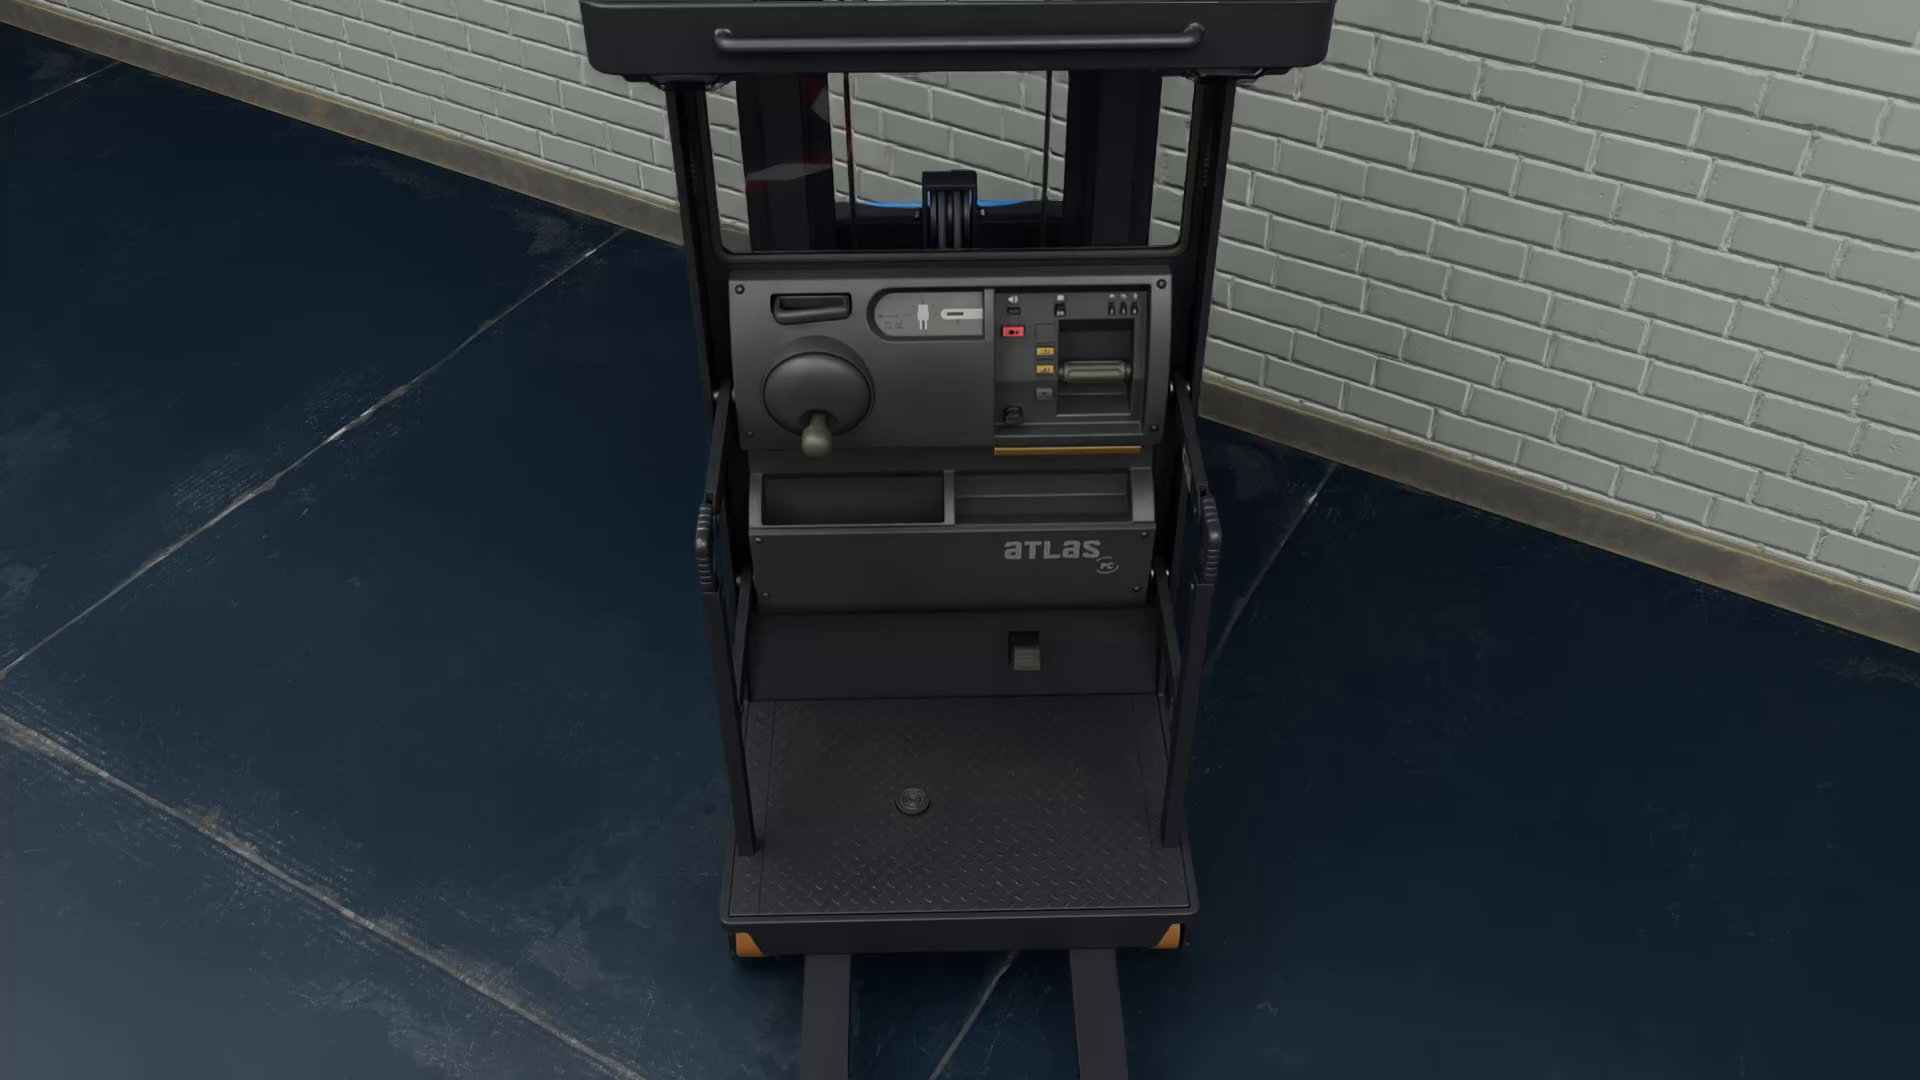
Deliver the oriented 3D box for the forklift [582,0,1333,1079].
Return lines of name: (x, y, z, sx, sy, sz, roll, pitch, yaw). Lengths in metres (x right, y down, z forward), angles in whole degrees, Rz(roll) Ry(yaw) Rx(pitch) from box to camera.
forklift: (-0.011, -0.305, 3.379, 1.130, 2.935, 3.031, -1, 41, -1)
